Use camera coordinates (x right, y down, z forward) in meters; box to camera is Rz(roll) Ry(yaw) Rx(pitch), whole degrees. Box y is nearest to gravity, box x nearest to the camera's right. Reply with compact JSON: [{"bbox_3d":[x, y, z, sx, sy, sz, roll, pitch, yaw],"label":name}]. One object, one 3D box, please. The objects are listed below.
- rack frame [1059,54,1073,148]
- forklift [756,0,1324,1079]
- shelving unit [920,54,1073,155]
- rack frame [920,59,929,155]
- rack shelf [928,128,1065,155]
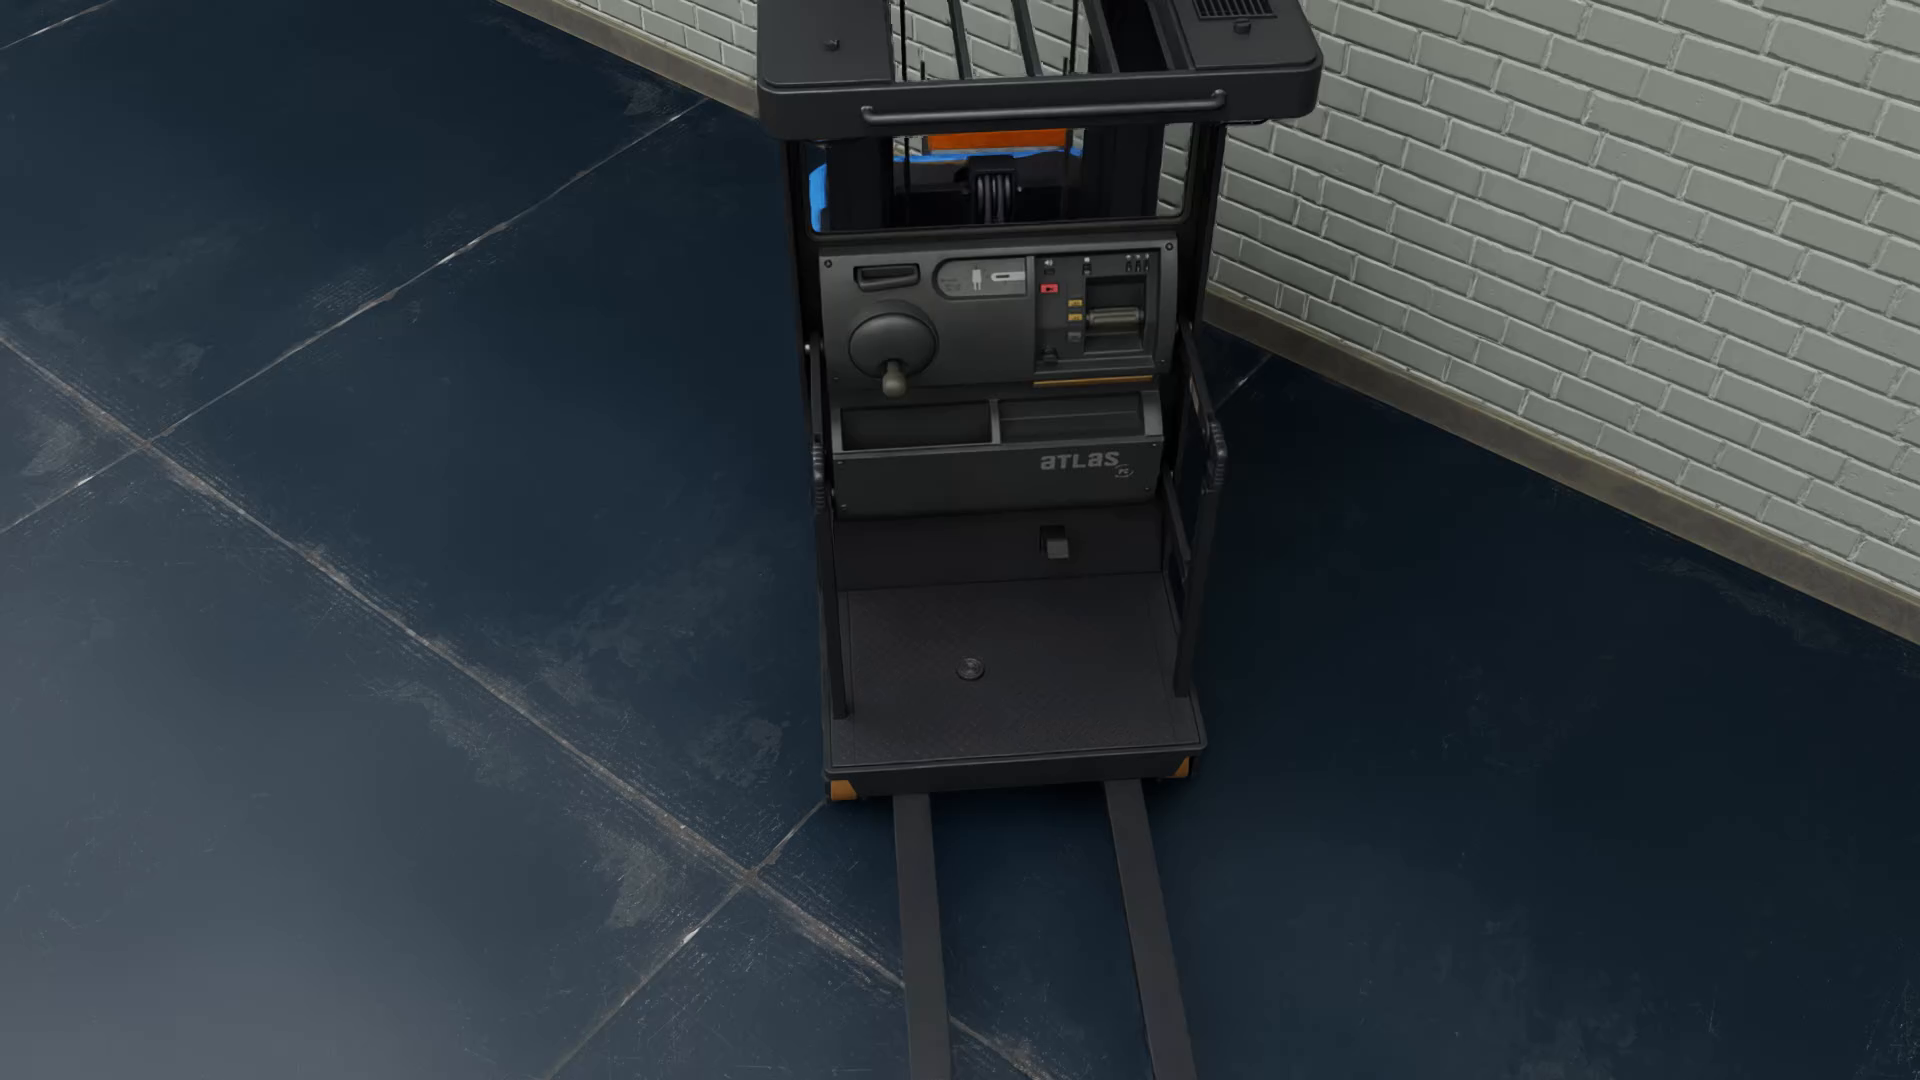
[{"bbox_3d":[0.368,-1.138,5.997,0.015,1.200,0.240,-3,43,-3],"label":"rack frame"},{"bbox_3d":[0.124,-0.490,4.191,1.130,2.935,3.031,-3,46,-3],"label":"forklift"},{"bbox_3d":[0.124,-1.126,5.986,0.503,1.200,0.258,-3,43,-3],"label":"shelving unit"},{"bbox_3d":[-0.119,-1.115,5.976,0.015,1.200,0.240,-3,43,-3],"label":"rack frame"},{"bbox_3d":[0.123,-1.413,5.718,0.480,0.148,0.258,-3,43,-3],"label":"rack shelf"}]
